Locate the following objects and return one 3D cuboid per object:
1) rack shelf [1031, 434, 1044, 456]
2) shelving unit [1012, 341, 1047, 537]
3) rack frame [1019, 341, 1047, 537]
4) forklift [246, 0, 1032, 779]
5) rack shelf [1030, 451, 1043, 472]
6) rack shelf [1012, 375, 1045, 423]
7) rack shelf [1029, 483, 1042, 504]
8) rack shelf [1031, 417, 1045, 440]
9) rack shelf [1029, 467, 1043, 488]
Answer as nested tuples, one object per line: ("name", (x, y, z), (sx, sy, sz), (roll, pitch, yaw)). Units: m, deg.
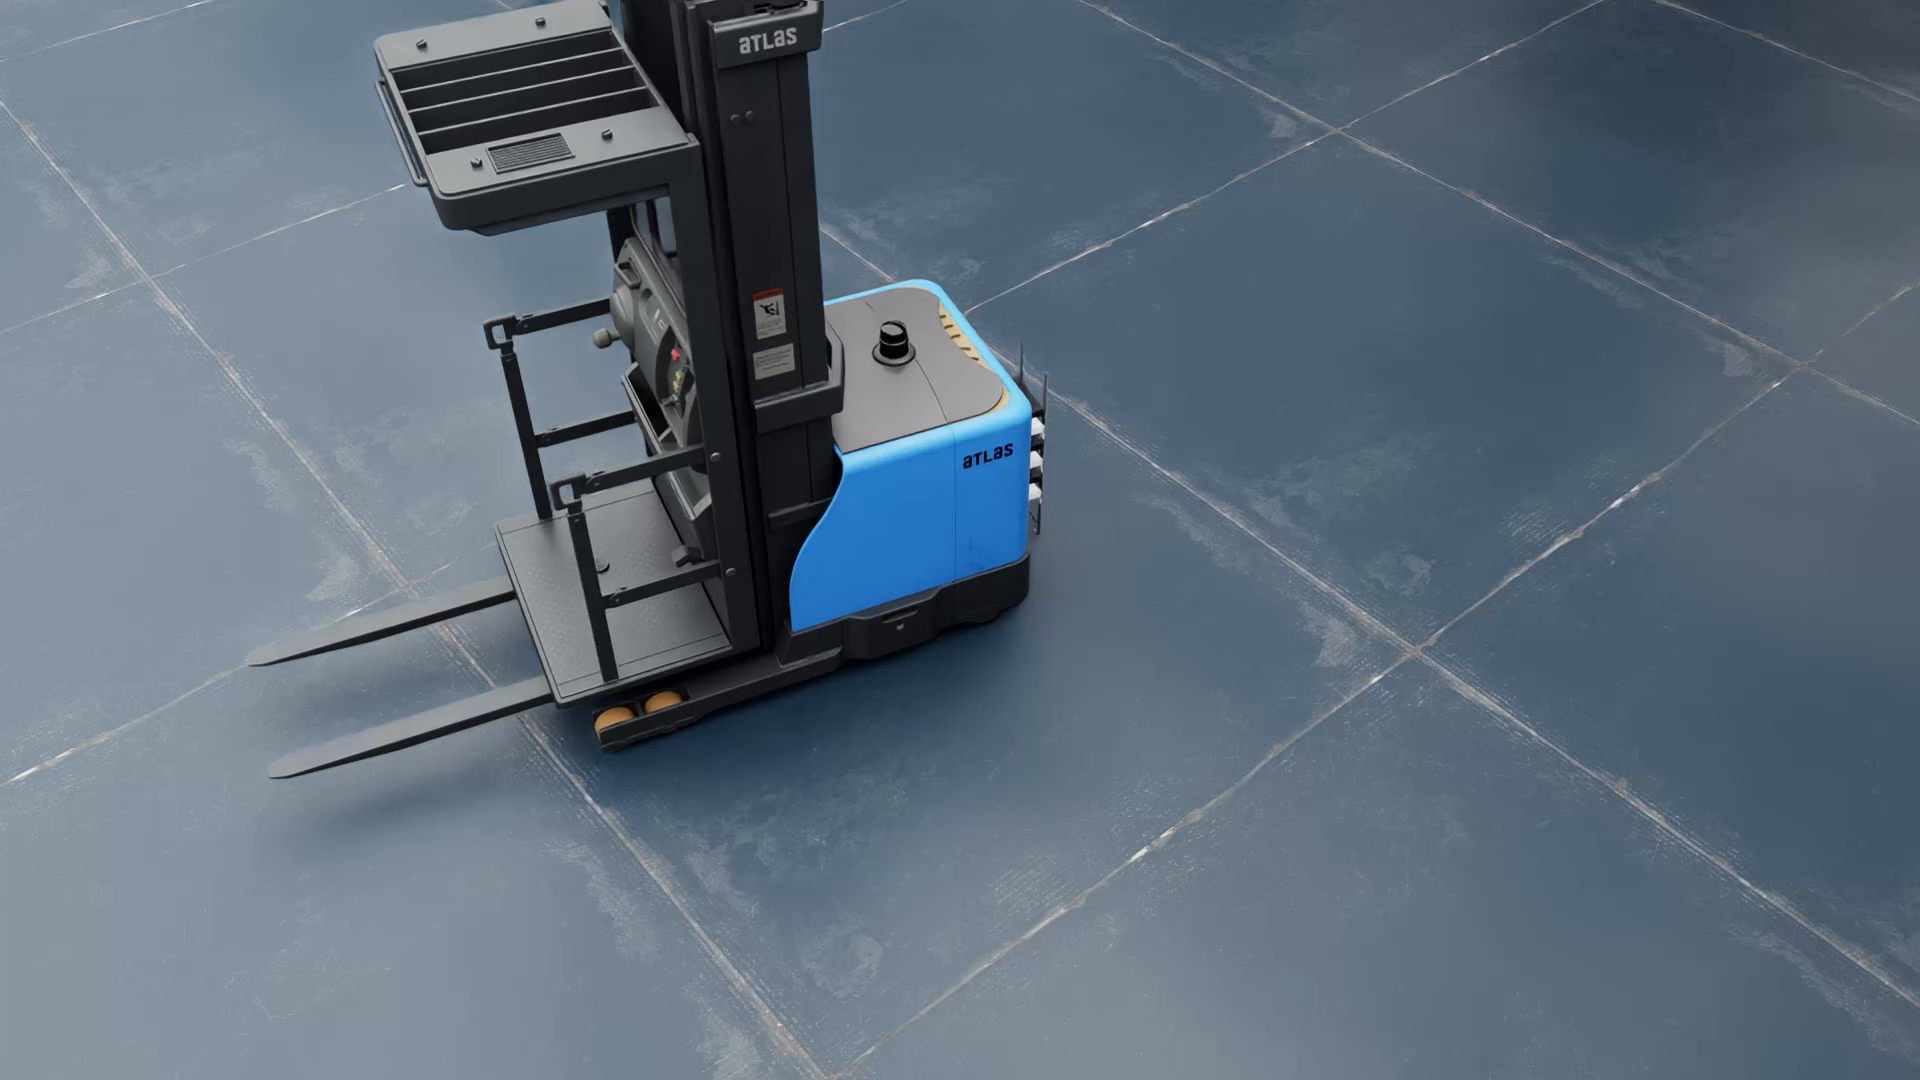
("rack shelf", (0.208, -0.430, 7.022), (0.200, 0.077, 0.258), (-17, 46, -18))
("shelving unit", (0.208, -0.389, 7.060), (0.210, 0.900, 0.258), (-17, 46, -18))
("rack frame", (0.300, -0.418, 7.091), (0.006, 0.900, 0.240), (-17, 46, -18))
("forklift", (-1.273, -0.674, 5.880), (3.031, 2.935, 1.130), (-17, 46, -18))
("rack shelf", (0.208, -0.365, 7.083), (0.200, 0.077, 0.258), (-17, 46, -18))
("rack shelf", (0.208, -0.561, 6.898), (0.200, 0.077, 0.258), (-17, 46, -18))
("rack shelf", (0.208, -0.233, 7.207), (0.200, 0.077, 0.258), (-17, 46, -18))
("rack shelf", (0.208, -0.496, 6.960), (0.200, 0.077, 0.258), (-17, 46, -18))
("rack shelf", (0.208, -0.299, 7.145), (0.200, 0.077, 0.258), (-17, 46, -18))
